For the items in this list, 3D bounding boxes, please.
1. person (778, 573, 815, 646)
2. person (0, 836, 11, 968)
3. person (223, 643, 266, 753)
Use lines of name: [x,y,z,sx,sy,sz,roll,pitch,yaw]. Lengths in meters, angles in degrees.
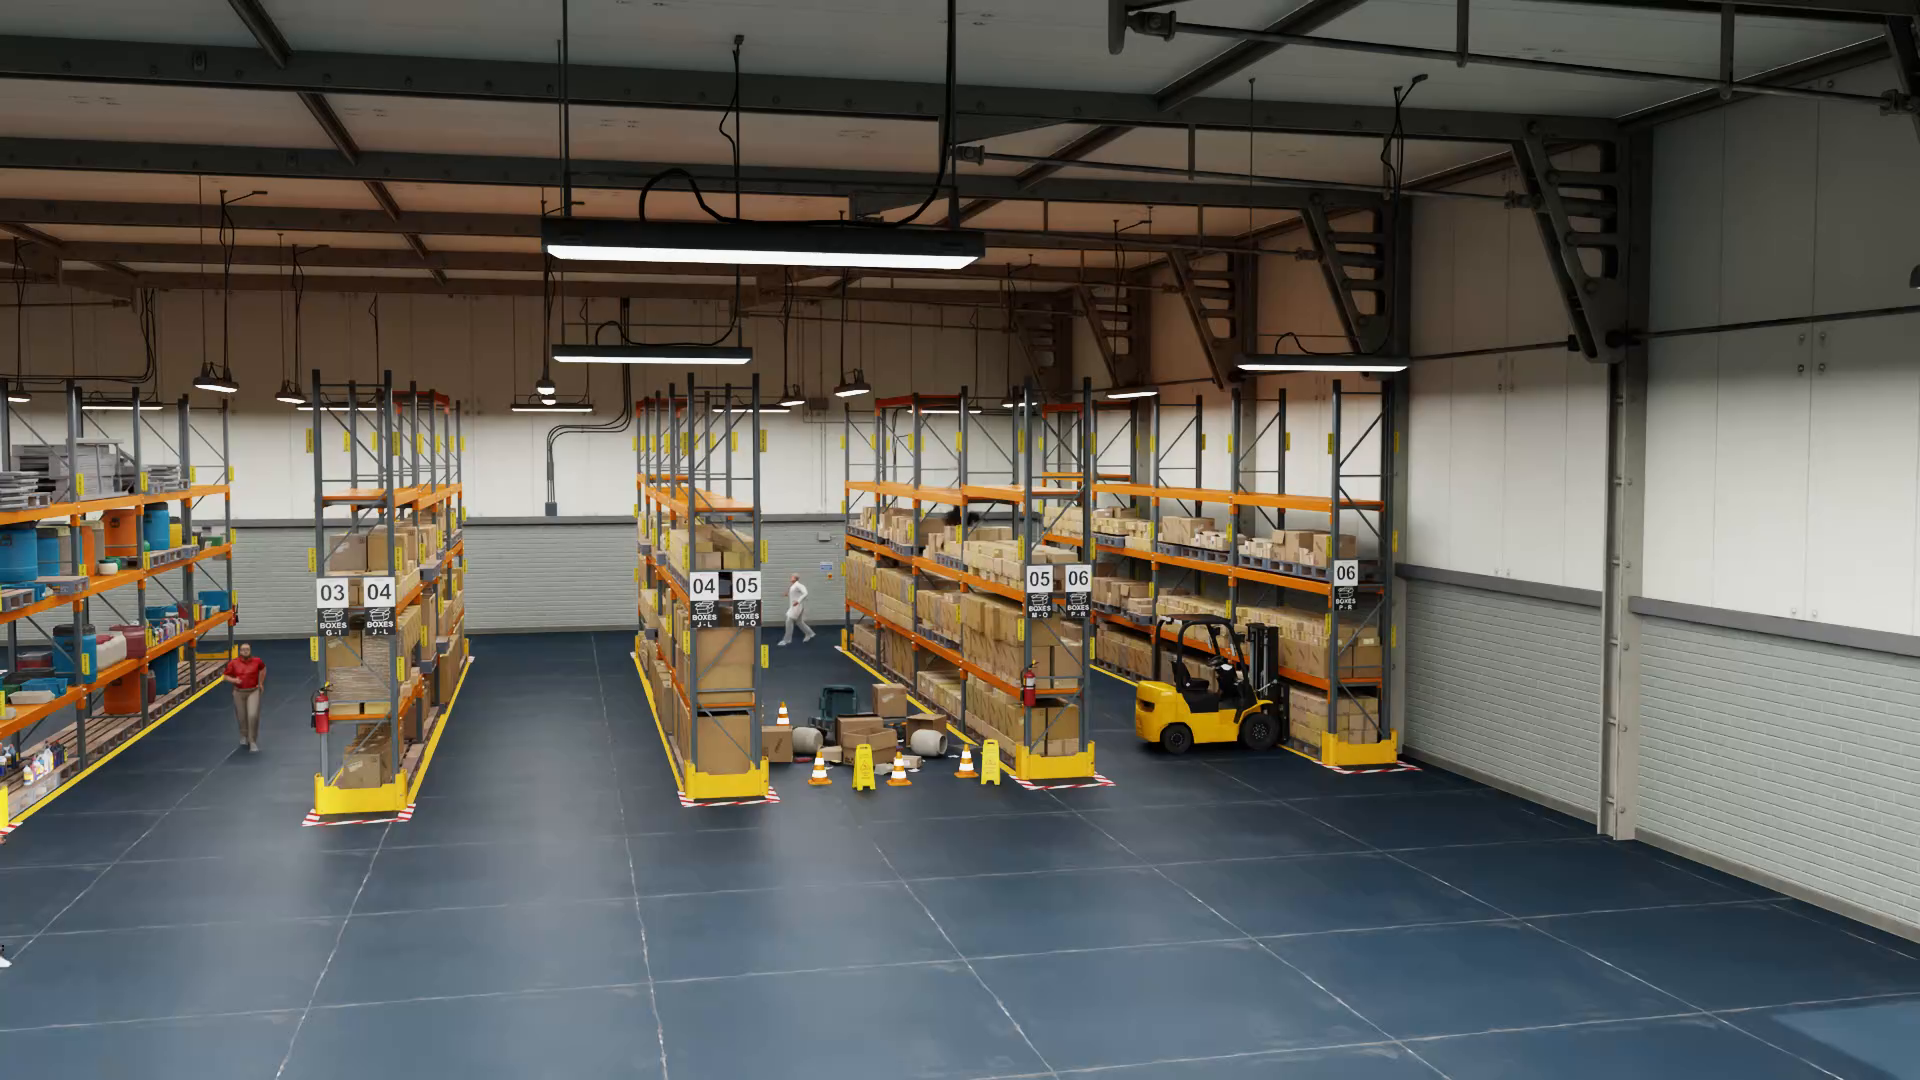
person: [-4.054,1.723,41.391,0.950,1.817,0.714,-1,3,-12]
person: [-9.506,3.227,15.996,0.854,1.709,0.555,0,3,7]
person: [-11.724,2.576,27.274,0.642,1.786,0.813,-1,4,-22]
